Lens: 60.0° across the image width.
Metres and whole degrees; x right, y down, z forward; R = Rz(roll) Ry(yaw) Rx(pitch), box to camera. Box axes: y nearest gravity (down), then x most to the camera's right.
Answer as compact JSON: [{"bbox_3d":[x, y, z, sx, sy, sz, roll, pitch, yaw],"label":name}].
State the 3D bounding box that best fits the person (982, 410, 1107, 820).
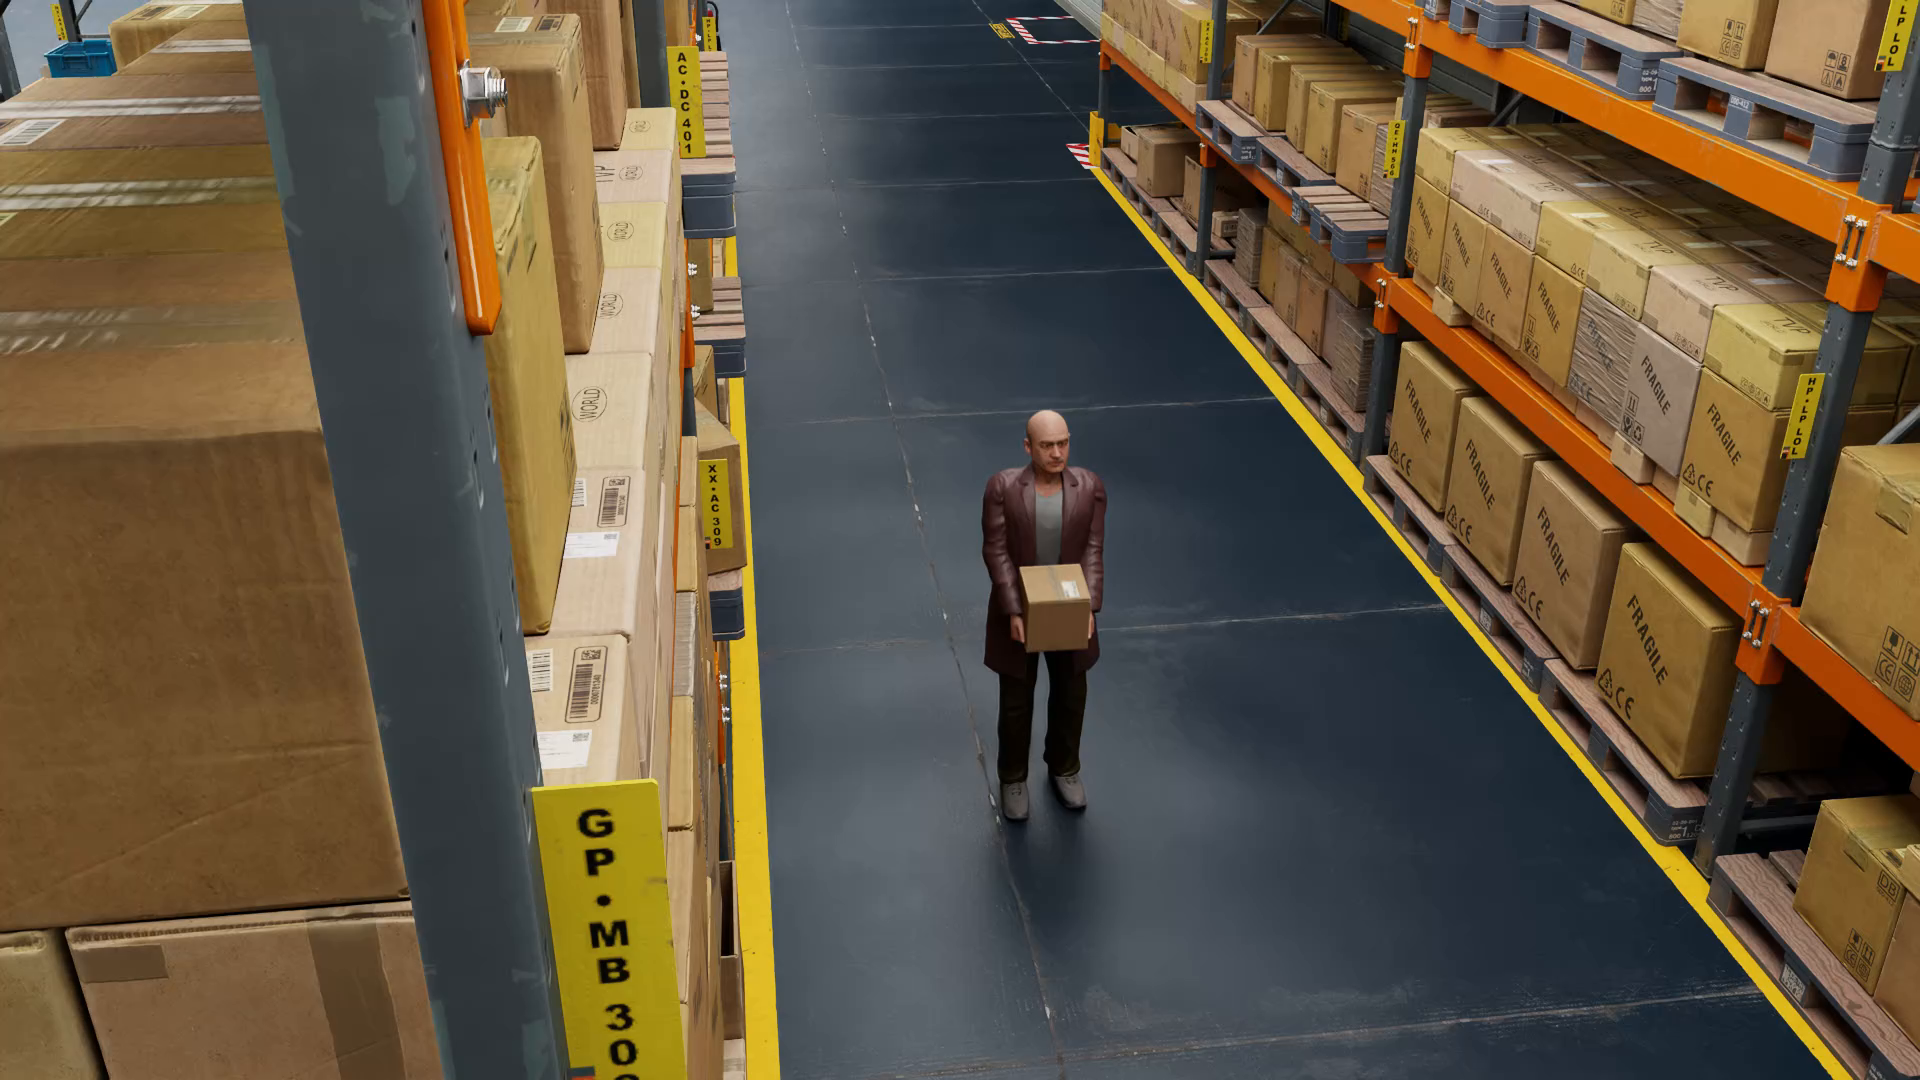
[{"bbox_3d":[0.363,0.353,6.942,0.528,1.770,0.555,-3,27,-6],"label":"person"}]
